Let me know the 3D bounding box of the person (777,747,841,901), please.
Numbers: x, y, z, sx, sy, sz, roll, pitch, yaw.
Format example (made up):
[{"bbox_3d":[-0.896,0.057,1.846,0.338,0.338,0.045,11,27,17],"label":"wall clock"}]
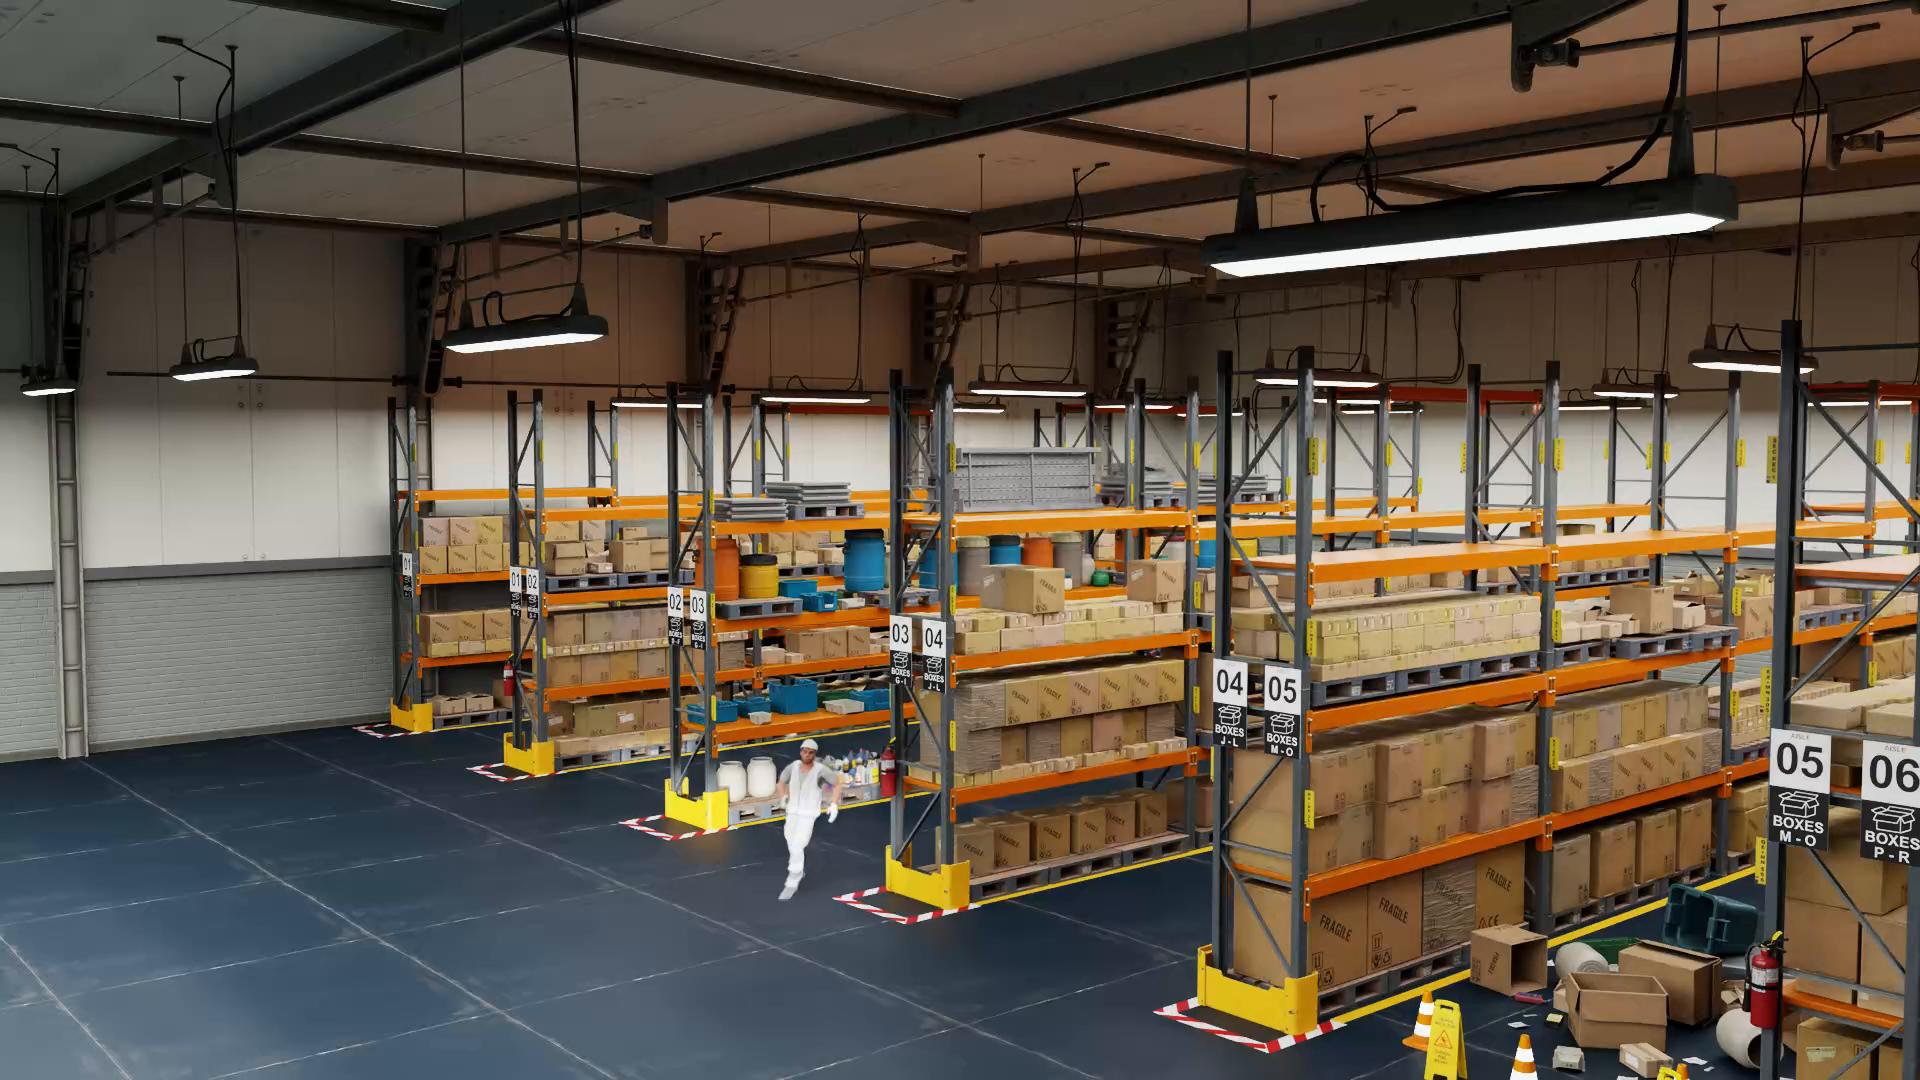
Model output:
[{"bbox_3d":[-1.761,3.230,18.991,0.730,1.692,0.731,1,4,22],"label":"person"}]
